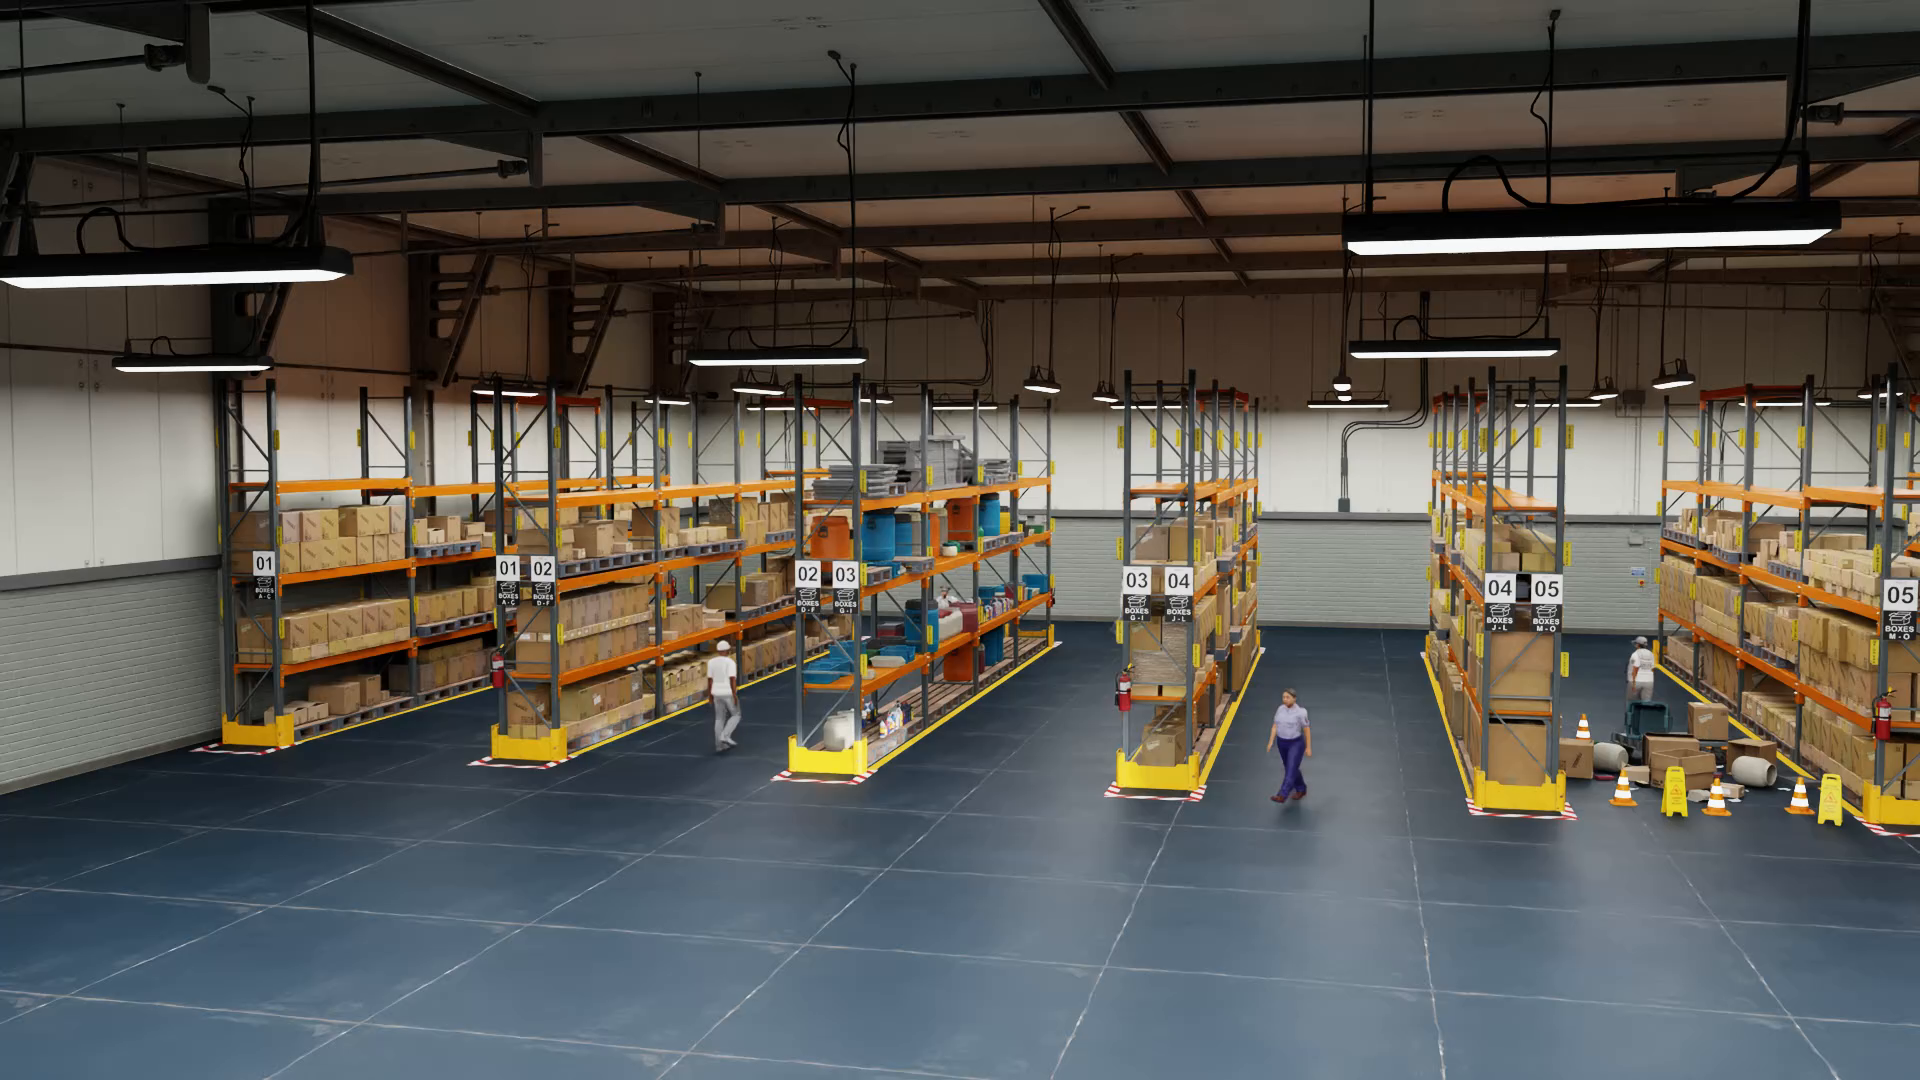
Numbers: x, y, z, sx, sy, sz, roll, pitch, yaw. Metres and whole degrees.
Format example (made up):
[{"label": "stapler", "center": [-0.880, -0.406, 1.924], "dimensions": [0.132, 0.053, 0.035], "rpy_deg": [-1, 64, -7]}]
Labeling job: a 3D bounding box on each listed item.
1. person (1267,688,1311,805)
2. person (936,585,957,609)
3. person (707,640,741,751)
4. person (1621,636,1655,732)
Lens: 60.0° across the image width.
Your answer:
[{"label": "person", "center": [4.482, 2.830, 22.816], "dimensions": [1.060, 1.571, 0.502], "rpy_deg": [-3, 4, -39]}, {"label": "person", "center": [-0.295, 1.851, 39.219], "dimensions": [0.621, 1.606, 0.704], "rpy_deg": [1, 4, 23]}, {"label": "person", "center": [-3.833, 2.506, 26.852], "dimensions": [0.605, 1.753, 0.497], "rpy_deg": [2, 4, 24]}, {"label": "person", "center": [11.621, 2.500, 28.370], "dimensions": [0.502, 1.703, 0.626], "rpy_deg": [0, 3, 5]}]
